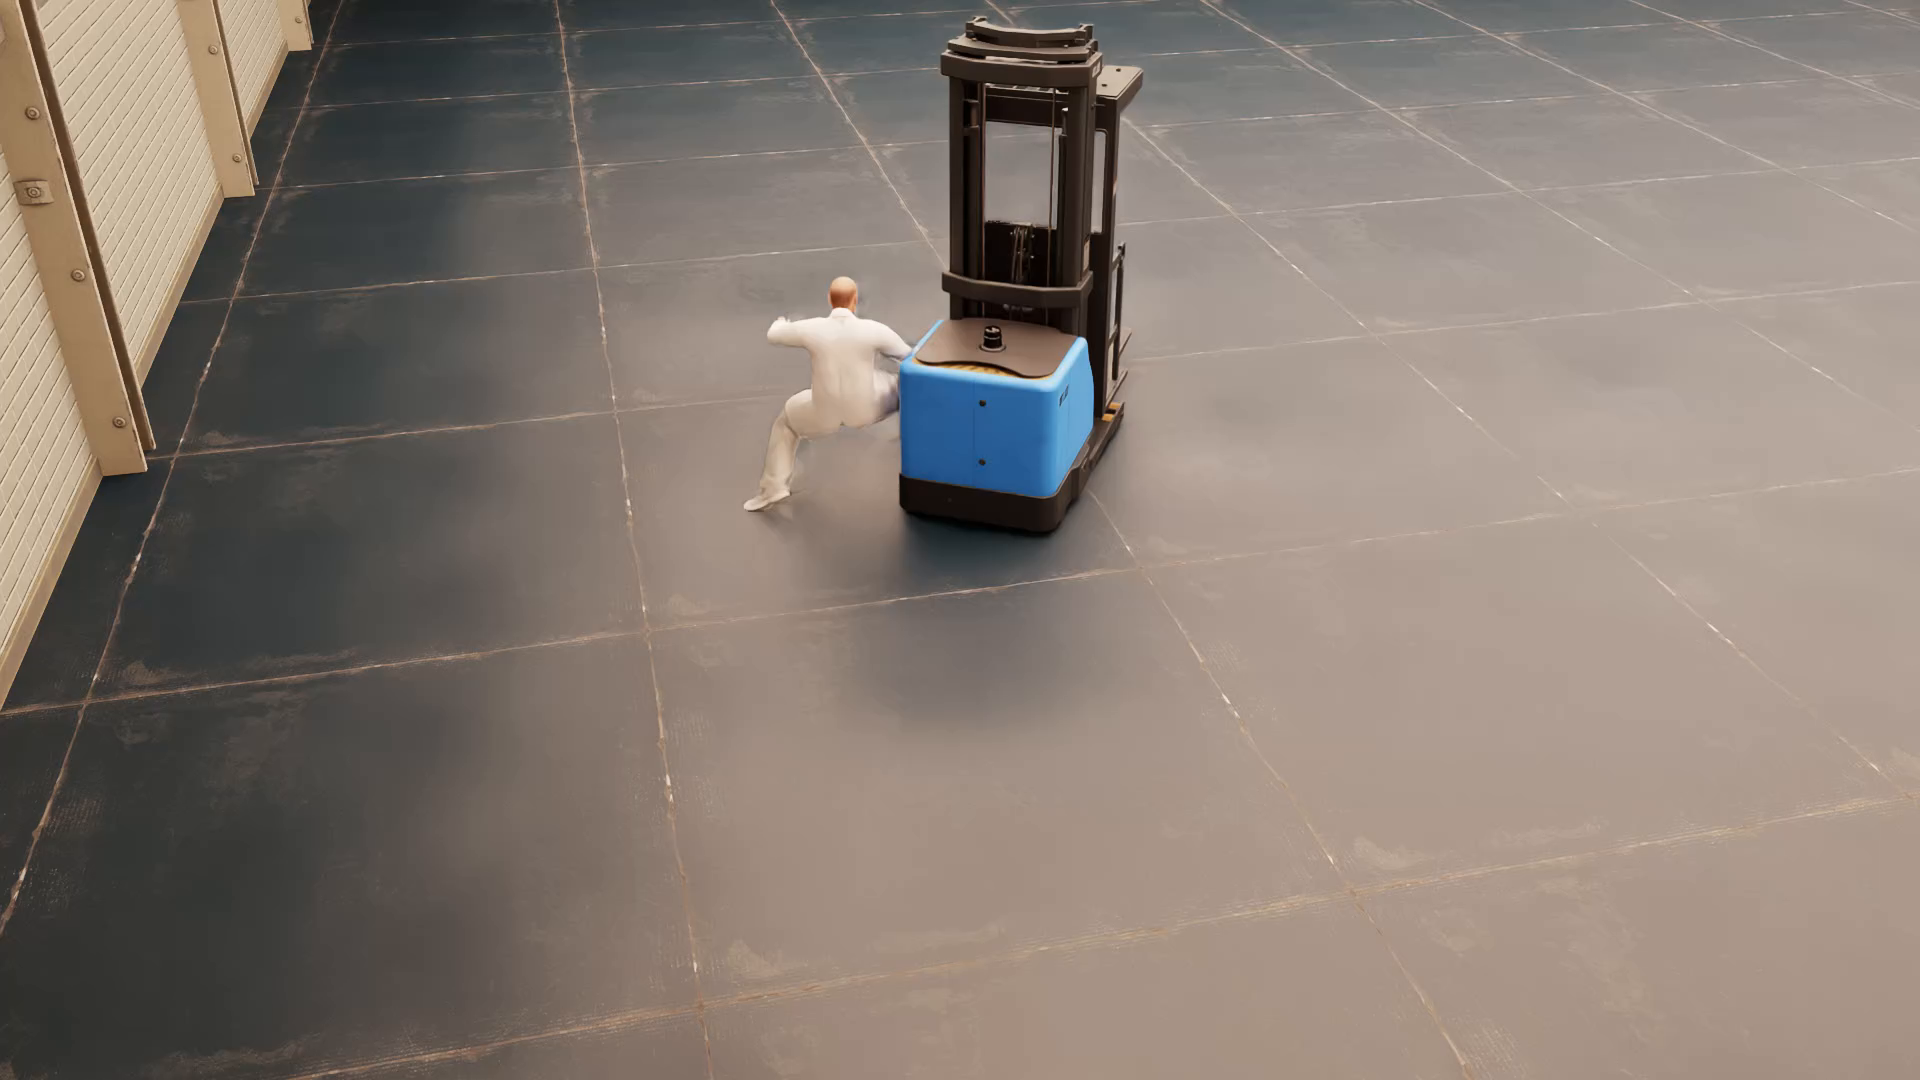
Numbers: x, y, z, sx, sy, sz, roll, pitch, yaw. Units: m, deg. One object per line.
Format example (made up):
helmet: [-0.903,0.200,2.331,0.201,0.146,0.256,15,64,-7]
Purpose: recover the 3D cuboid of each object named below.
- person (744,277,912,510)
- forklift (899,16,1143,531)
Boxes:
person: [-0.757,-0.979,10.681,1.288,1.573,0.781,2,30,3]
forklift: [0.545,-2.048,11.113,1.130,2.935,3.031,9,31,15]
